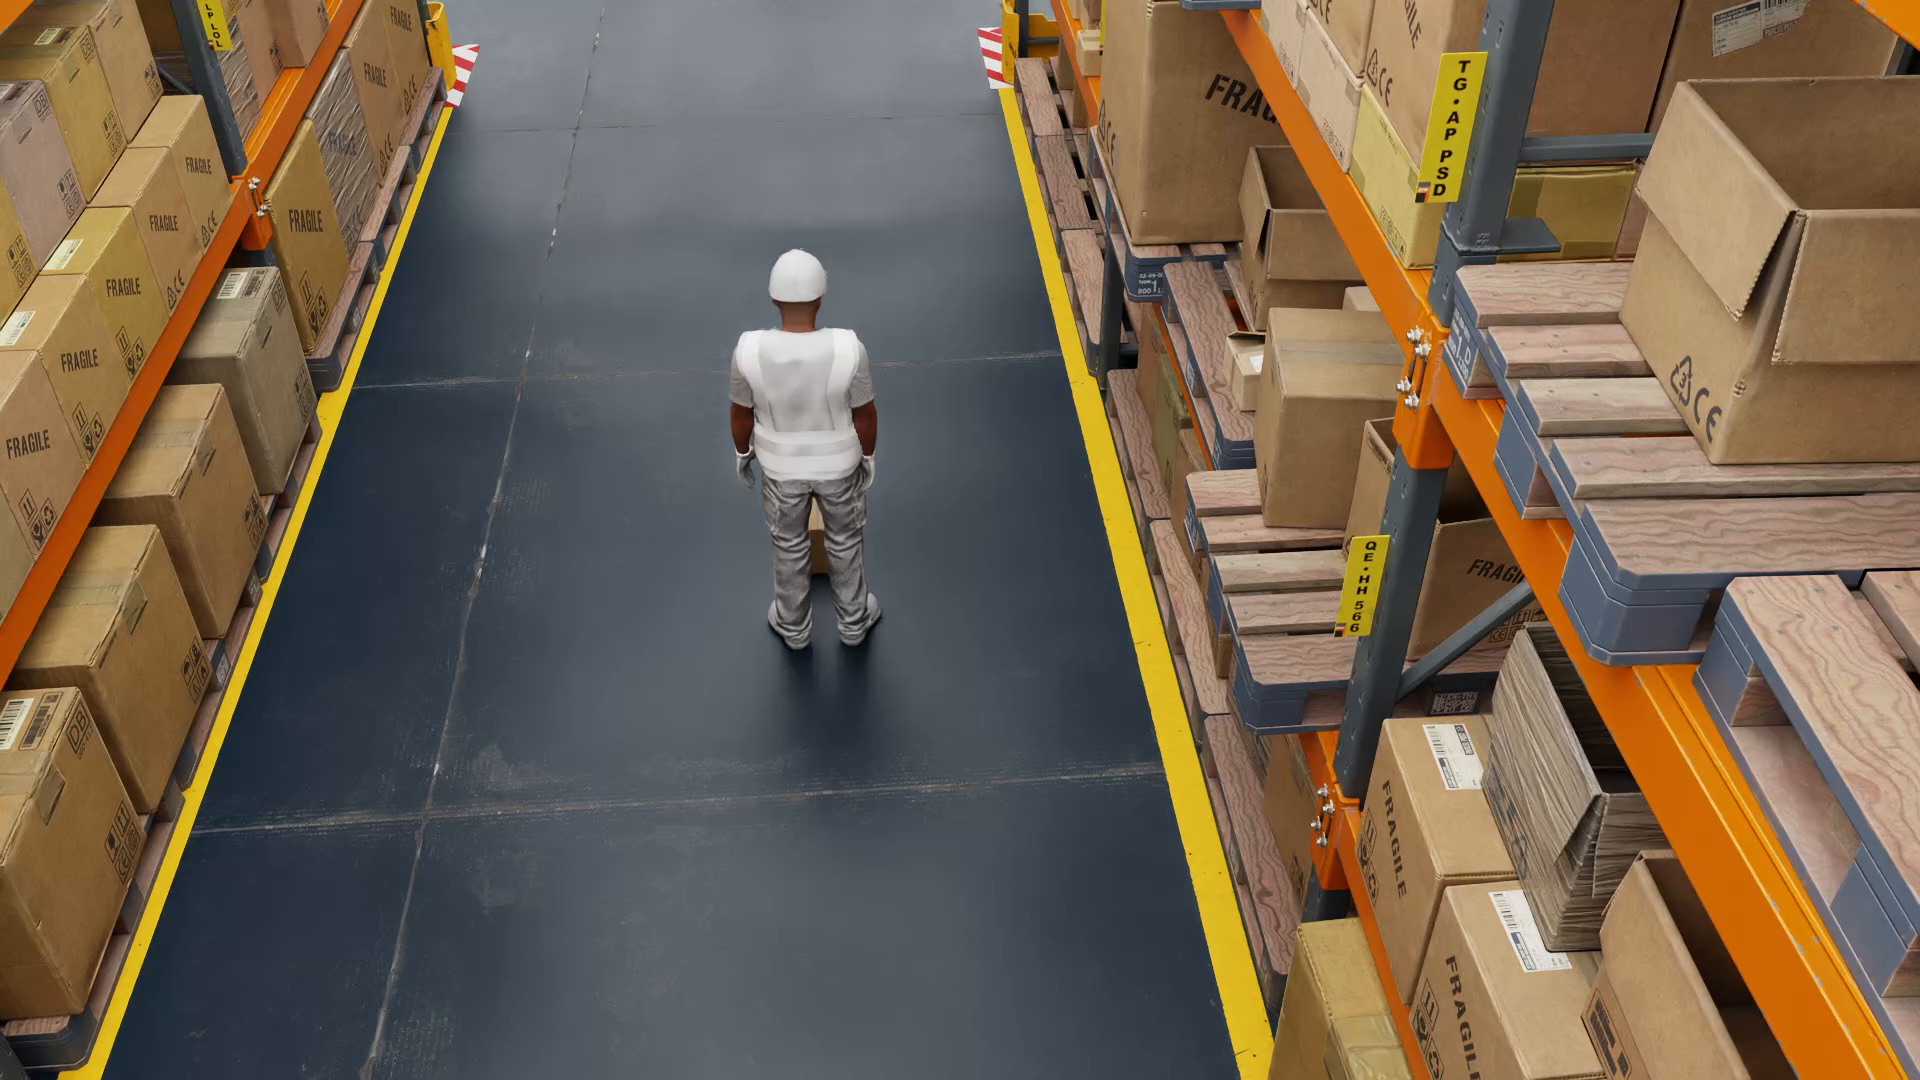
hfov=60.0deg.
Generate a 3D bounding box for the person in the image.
[{"bbox_3d":[-0.602,-0.320,6.527,0.564,1.786,0.356,-1,39,-2],"label":"person"}]
